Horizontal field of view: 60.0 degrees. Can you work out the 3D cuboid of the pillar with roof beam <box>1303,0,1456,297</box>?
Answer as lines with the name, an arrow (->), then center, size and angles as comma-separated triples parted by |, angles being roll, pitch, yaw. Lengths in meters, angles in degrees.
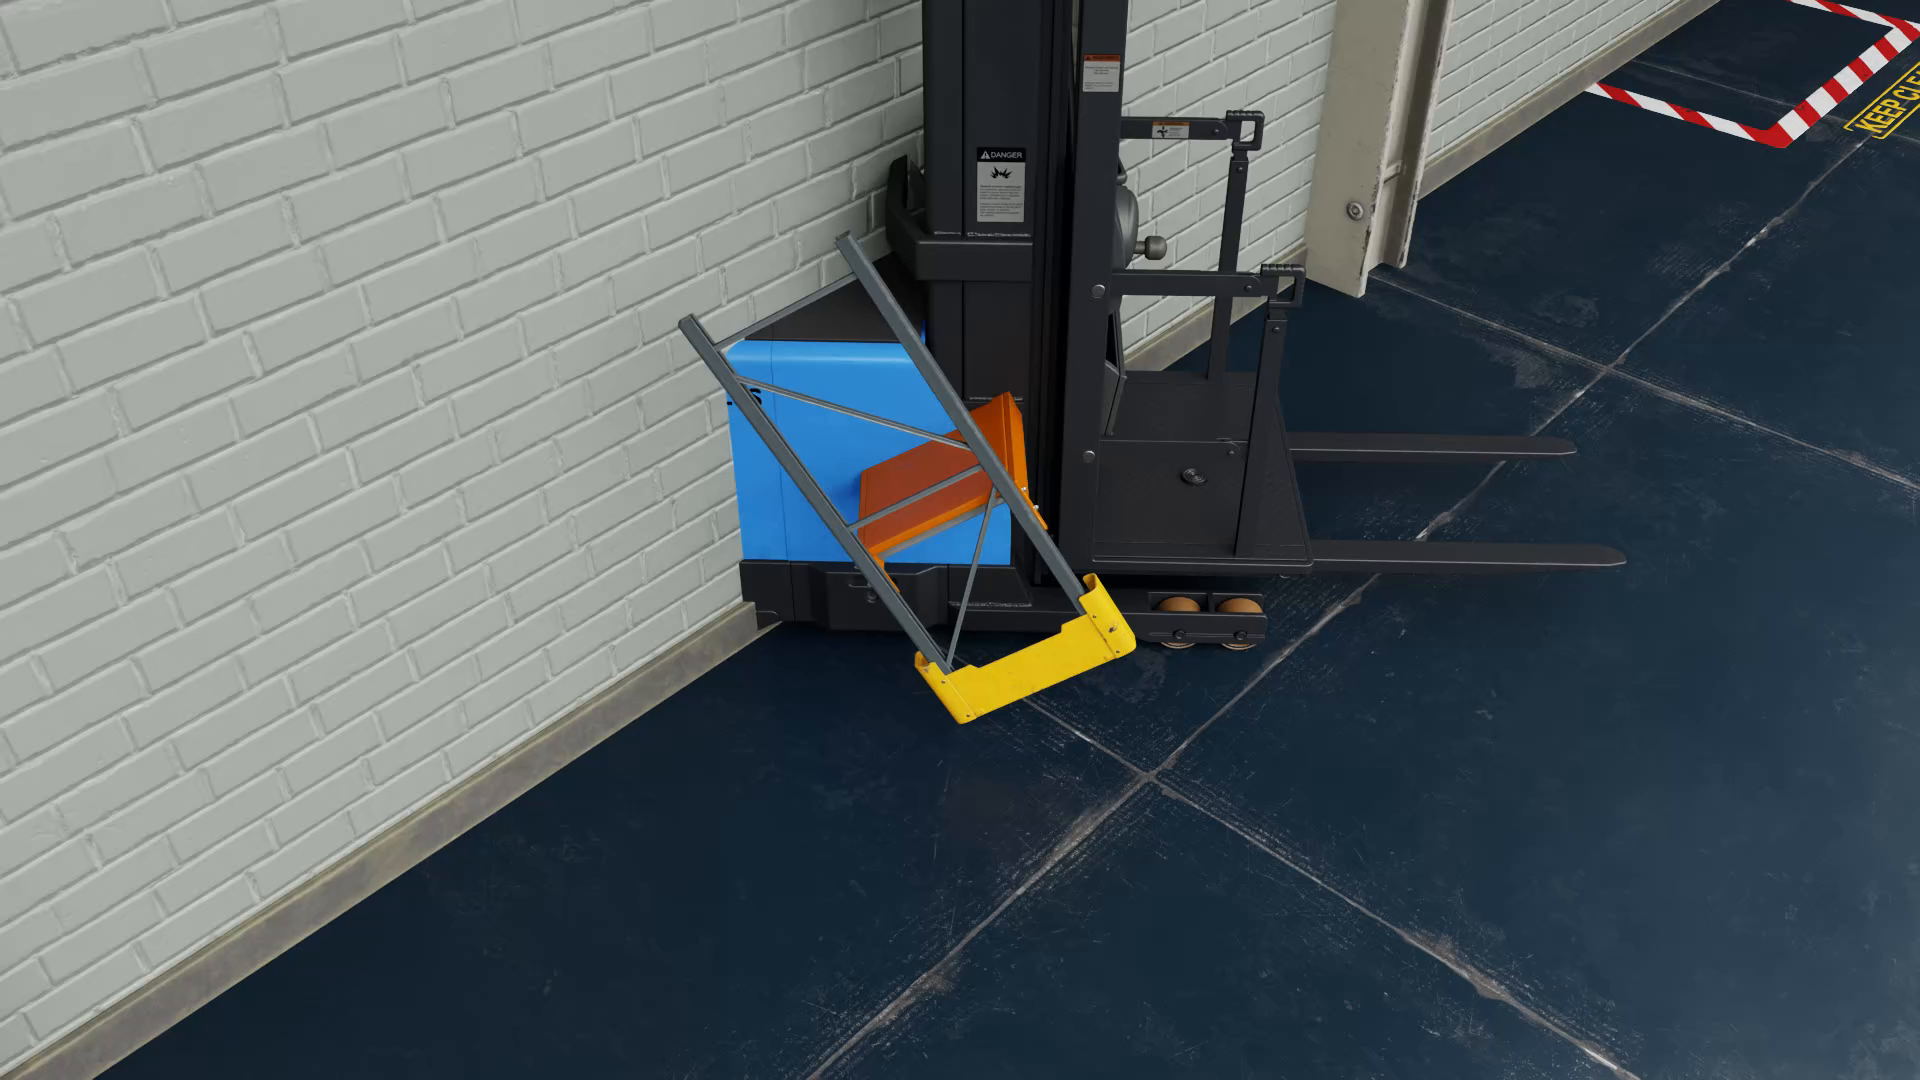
pillar with roof beam -> 4.882, -2.895, 2.160 | 9.100, 9.000, 0.400 | 30, 47, 32

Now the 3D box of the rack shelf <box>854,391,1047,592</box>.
rack shelf -> -0.037, -0.281, 4.963 | 0.538, 0.185, 1.000 | -25, 32, 16

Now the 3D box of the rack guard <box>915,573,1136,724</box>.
rack guard -> 0.187, 0.318, 4.795 | 0.587, 0.250, 0.087 | -25, 32, 16

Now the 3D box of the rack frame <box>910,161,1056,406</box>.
rack frame -> -0.132, -0.704, 5.284 | 0.500, 1.500, 0.032 | -25, 32, 16

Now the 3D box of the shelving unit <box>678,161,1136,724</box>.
shelving unit -> -0.125, -0.413, 4.878 | 0.587, 1.500, 1.083 | -25, 32, 16

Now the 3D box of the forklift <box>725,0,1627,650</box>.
forklift -> 0.624, -1.135, 4.823 | 3.031, 2.935, 1.130 | 1, 39, 1

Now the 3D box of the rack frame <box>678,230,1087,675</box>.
rack frame -> -0.118, -0.111, 4.458 | 0.500, 1.500, 0.032 | -25, 32, 16
